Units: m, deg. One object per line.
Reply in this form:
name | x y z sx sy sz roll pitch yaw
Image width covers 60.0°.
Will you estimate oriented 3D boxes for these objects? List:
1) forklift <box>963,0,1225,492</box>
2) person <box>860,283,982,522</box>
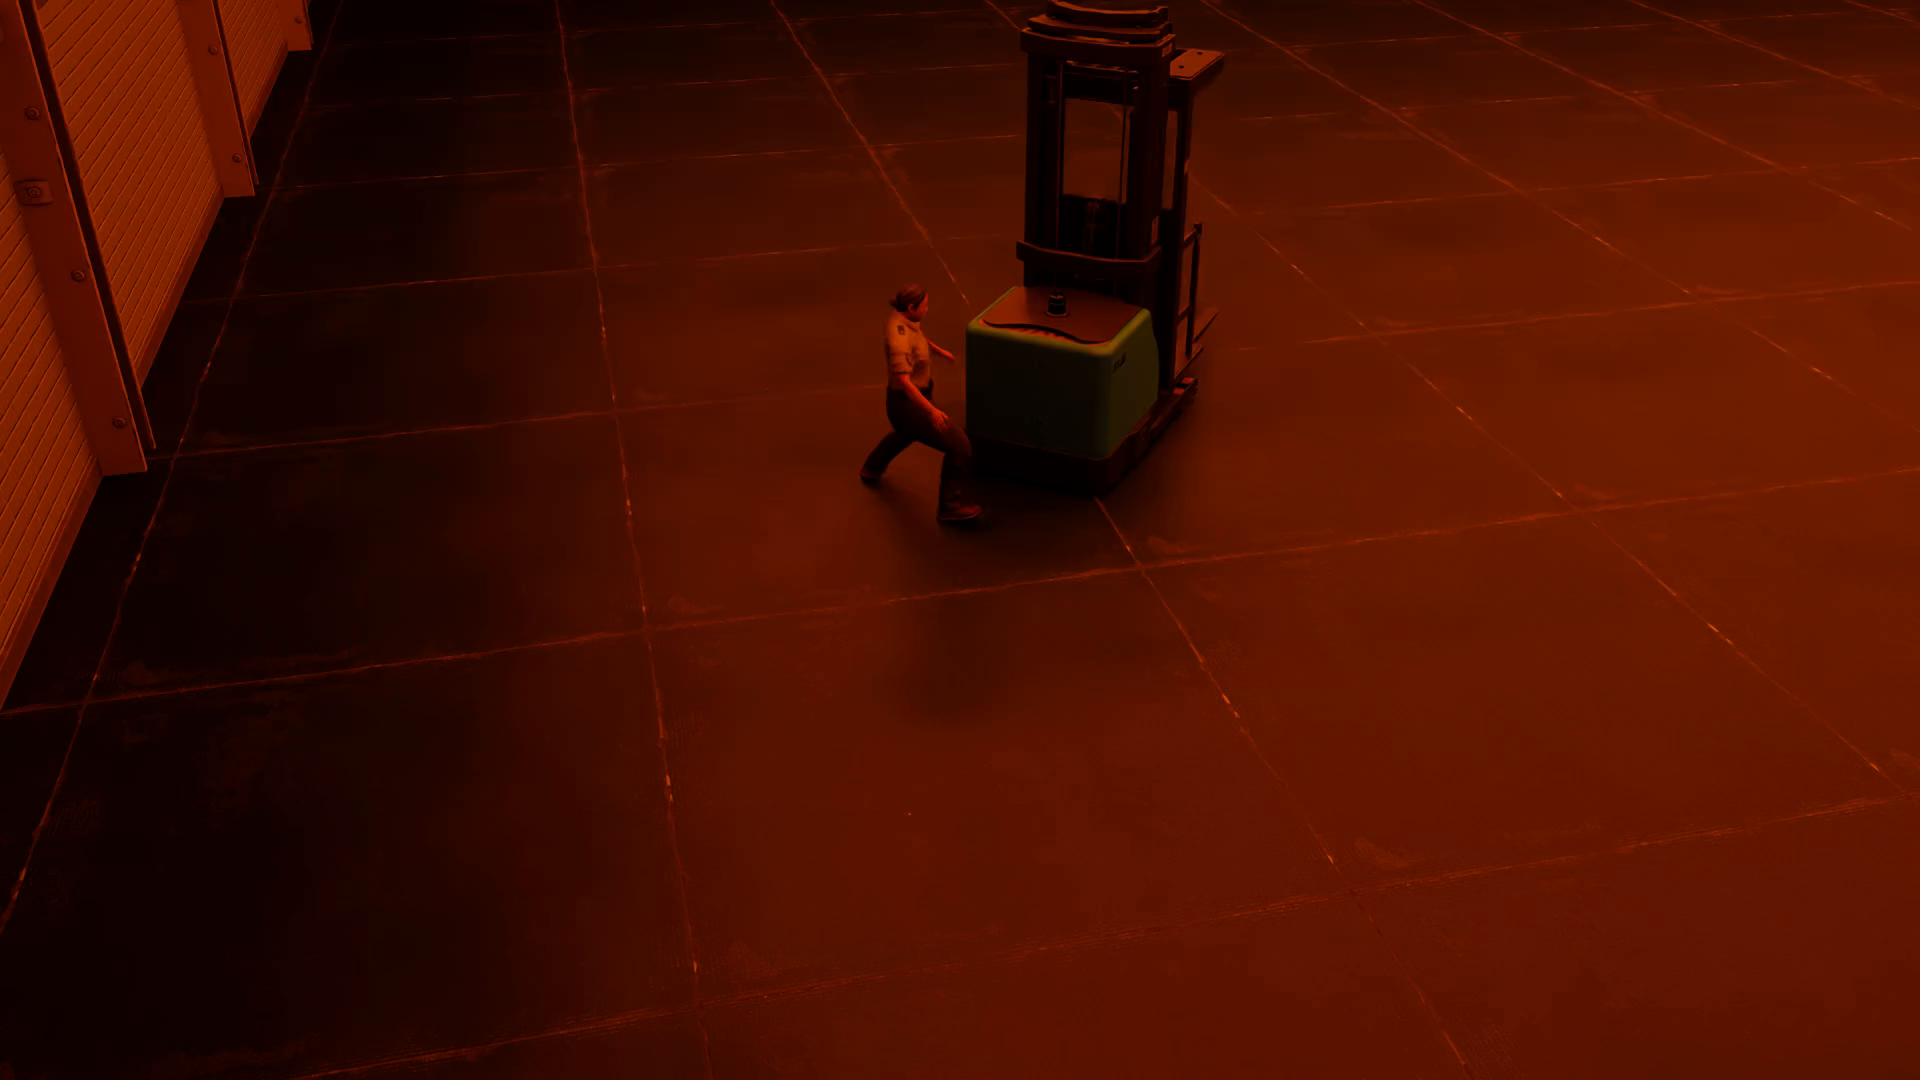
forklift | 1.107 -2.299 11.545 1.130 2.935 3.031 13 33 22
person | -0.268 -0.929 10.657 0.785 1.528 0.928 -1 30 -2
